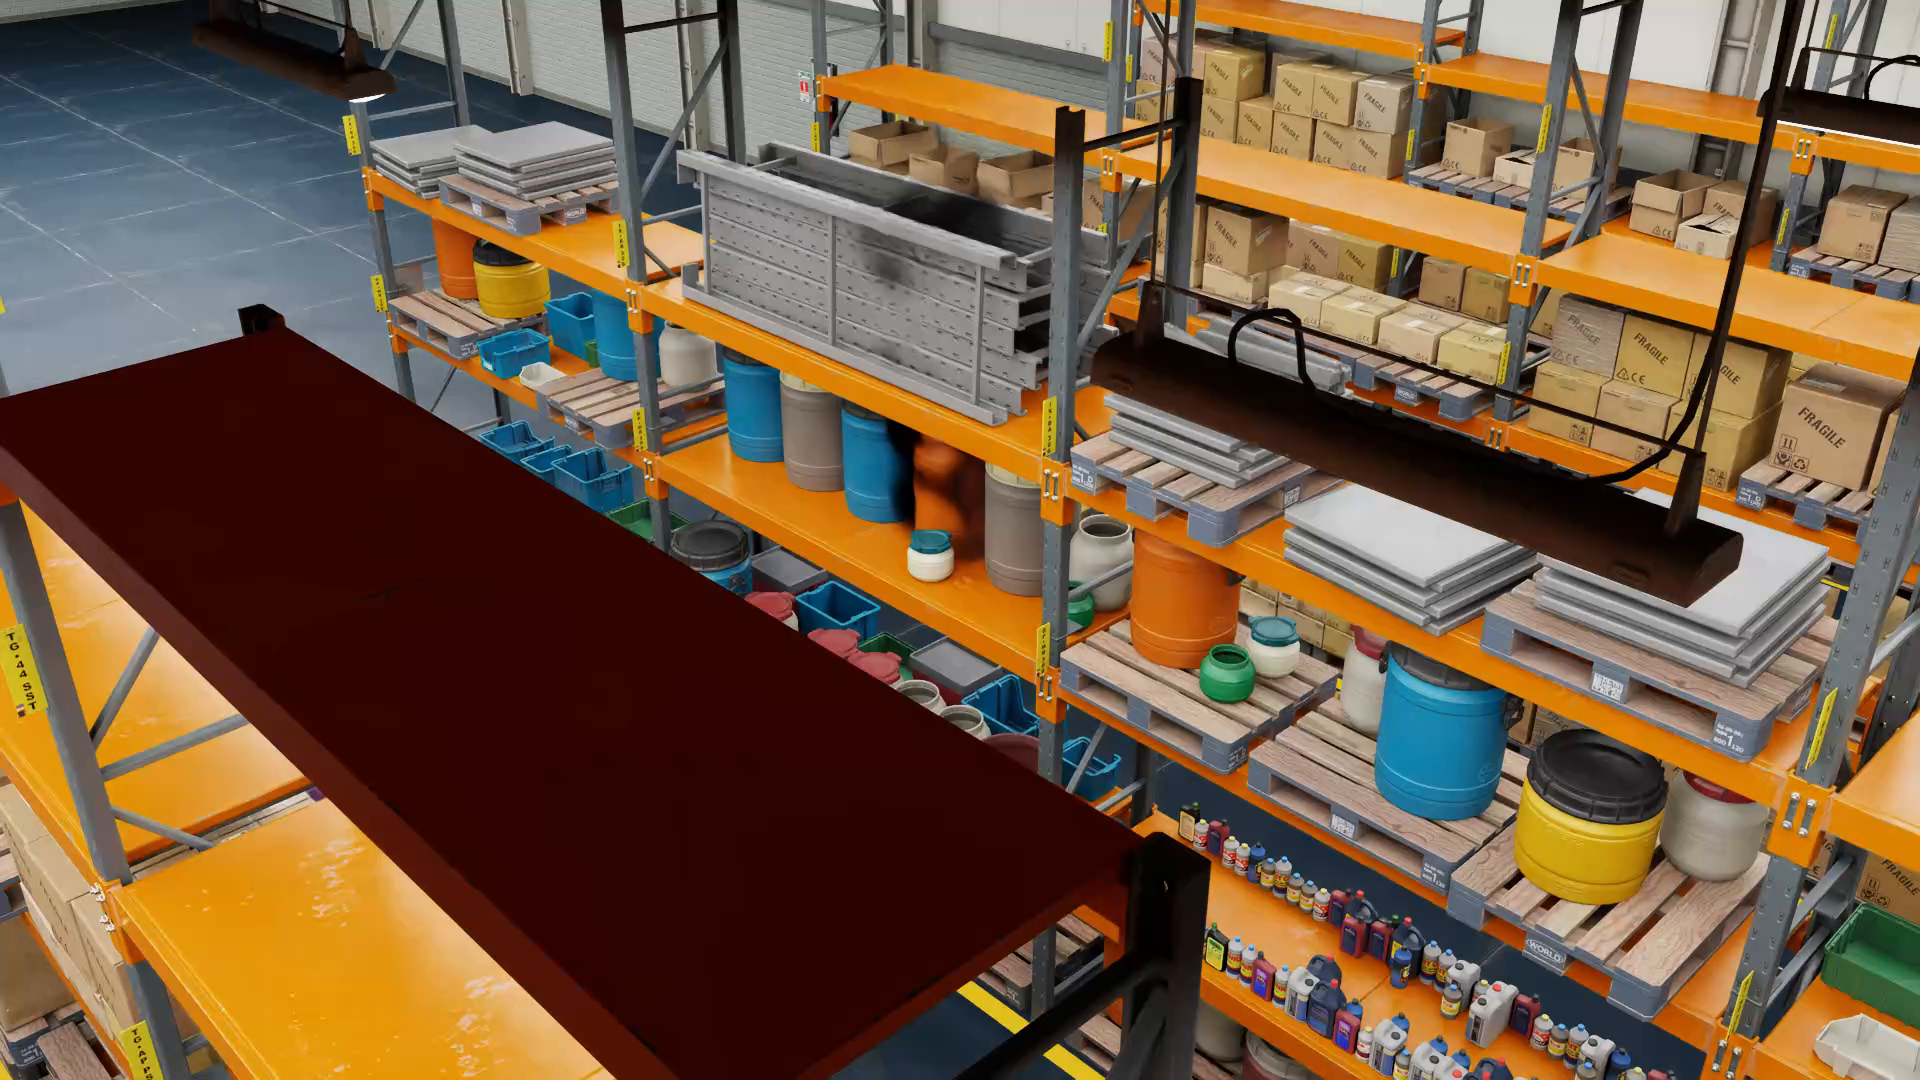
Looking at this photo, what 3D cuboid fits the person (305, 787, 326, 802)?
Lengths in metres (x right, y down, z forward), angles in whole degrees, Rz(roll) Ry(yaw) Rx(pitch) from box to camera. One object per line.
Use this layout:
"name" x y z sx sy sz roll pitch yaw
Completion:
"person" -4.310 1.880 11.093 0.467 1.563 0.507 19 34 32
